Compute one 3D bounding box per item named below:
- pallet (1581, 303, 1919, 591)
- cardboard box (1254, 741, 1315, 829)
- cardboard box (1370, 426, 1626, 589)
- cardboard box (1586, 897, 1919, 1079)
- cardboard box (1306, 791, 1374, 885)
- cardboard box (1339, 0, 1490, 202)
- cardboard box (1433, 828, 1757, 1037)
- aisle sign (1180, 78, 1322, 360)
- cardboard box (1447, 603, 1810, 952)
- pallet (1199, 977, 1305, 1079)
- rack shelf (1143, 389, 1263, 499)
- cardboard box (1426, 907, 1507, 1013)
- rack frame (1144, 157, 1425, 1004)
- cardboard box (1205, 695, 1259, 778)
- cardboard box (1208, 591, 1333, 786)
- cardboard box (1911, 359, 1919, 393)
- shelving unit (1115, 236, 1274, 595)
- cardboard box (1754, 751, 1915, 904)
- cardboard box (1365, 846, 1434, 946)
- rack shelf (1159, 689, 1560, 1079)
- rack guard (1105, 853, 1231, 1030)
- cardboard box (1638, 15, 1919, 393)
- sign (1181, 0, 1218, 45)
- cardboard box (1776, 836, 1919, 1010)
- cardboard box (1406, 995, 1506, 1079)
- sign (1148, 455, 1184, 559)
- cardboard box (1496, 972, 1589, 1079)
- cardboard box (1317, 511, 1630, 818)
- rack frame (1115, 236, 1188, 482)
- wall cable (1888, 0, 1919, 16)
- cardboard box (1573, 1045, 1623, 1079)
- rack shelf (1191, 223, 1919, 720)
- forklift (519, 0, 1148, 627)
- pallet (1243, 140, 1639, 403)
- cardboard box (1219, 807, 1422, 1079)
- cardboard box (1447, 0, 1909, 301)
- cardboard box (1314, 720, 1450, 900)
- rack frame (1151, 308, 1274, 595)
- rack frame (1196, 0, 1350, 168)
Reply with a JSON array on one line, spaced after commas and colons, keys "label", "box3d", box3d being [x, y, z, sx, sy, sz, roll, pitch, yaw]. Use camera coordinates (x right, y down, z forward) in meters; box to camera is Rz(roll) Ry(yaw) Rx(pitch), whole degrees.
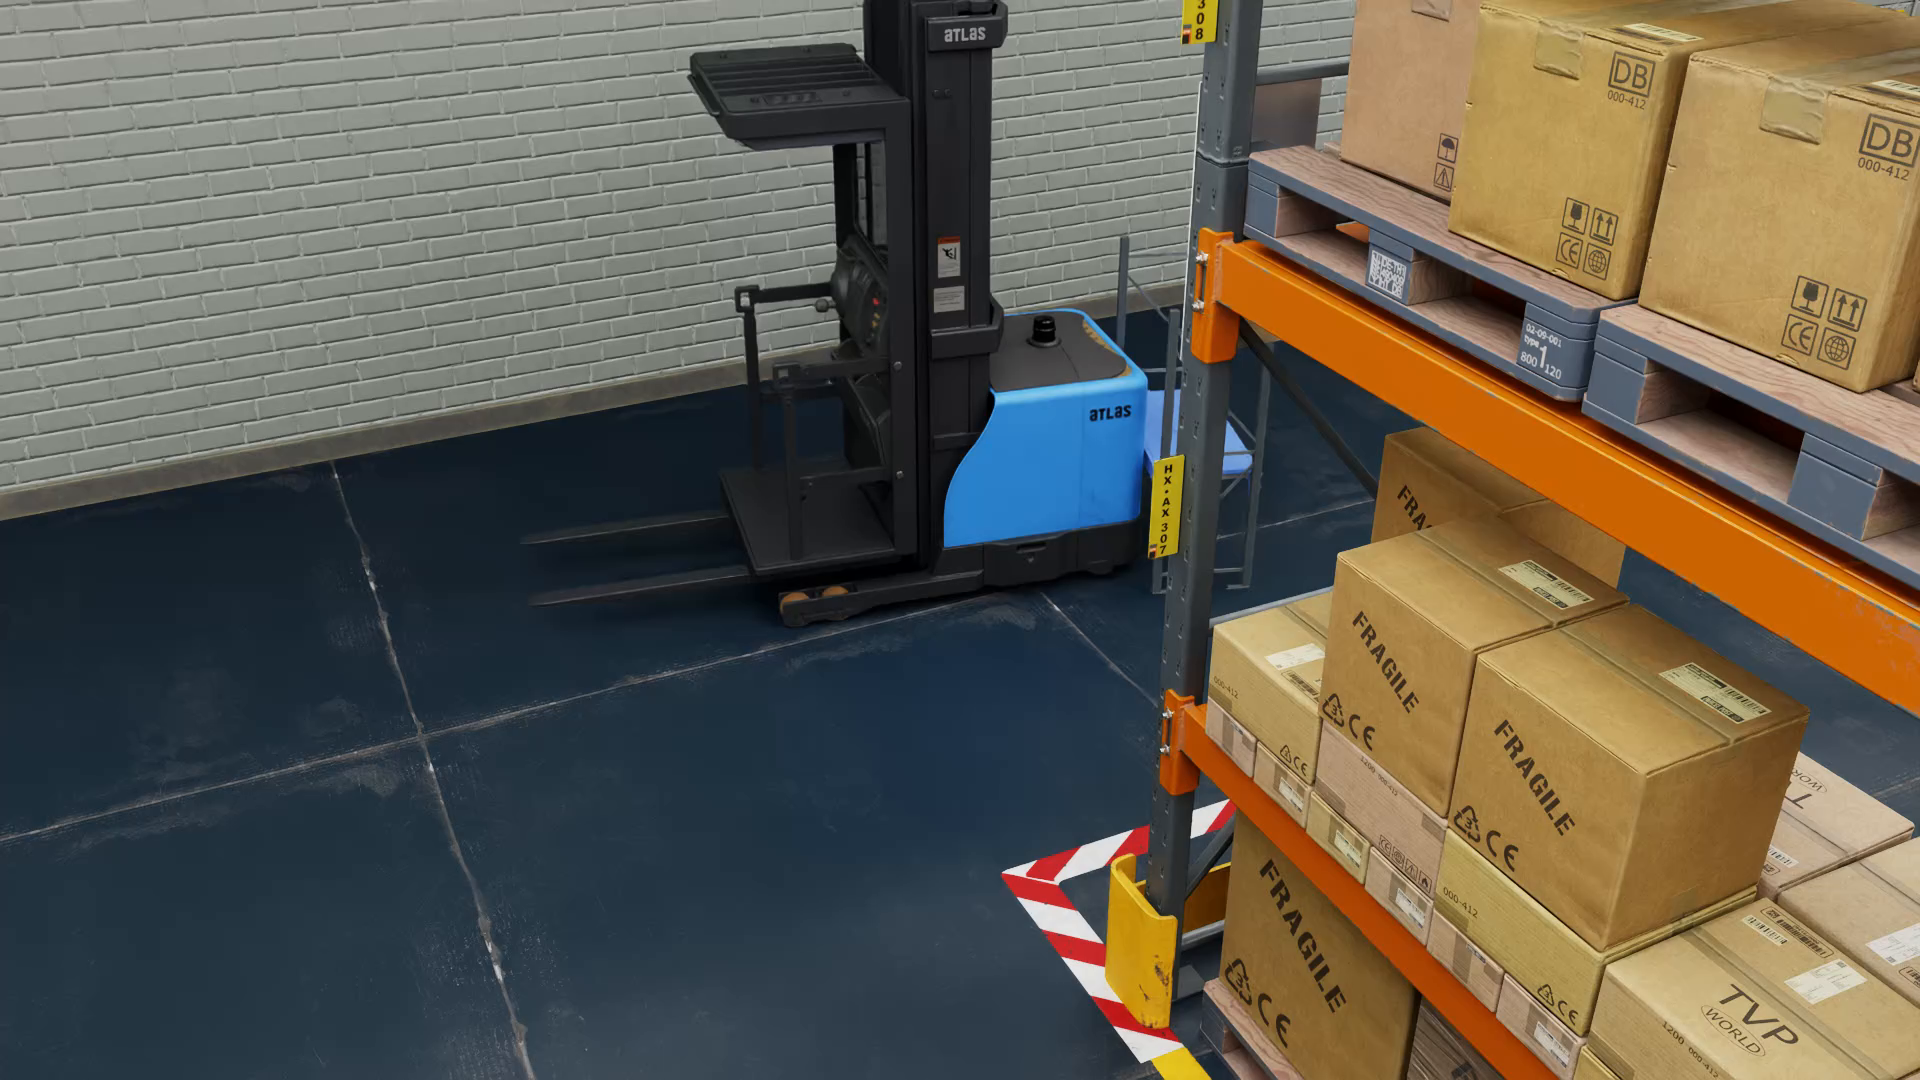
[{"label": "pallet", "box3d": [1.965, -0.201, 3.065, 1.003, 0.211, 1.213, -13, 32, -22]}, {"label": "cardboard box", "box3d": [1.075, 0.652, 4.777, 0.380, 0.149, 0.250, -14, 32, -23]}, {"label": "cardboard box", "box3d": [1.556, -0.028, 4.815, 0.500, 0.500, 0.500, -13, 32, -21]}, {"label": "cardboard box", "box3d": [1.742, 1.088, 3.591, 0.500, 0.250, 0.500, -14, 32, -23]}, {"label": "cardboard box", "box3d": [1.185, 0.765, 4.575, 0.380, 0.149, 0.250, -14, 32, -23]}, {"label": "cardboard box", "box3d": [1.381, -1.157, 4.045, 0.700, 0.500, 0.500, -15, 33, -25]}, {"label": "cardboard box", "box3d": [1.513, 0.859, 4.000, 0.500, 0.250, 0.500, -14, 32, -24]}, {"label": "aisle sign", "box3d": [0.807, -0.899, 4.628, 0.394, 0.787, 0.004, -13, 32, -22]}, {"label": "cardboard box", "box3d": [1.514, 0.529, 3.821, 0.500, 0.500, 0.500, -14, 32, -23]}, {"label": "pallet", "box3d": [1.523, 1.757, 5.401, 1.003, 0.211, 1.213, -13, 32, -22]}, {"label": "rack shelf", "box3d": [1.132, -0.494, 8.466, 0.538, 0.185, 1.000, -4, 30, -7]}, {"label": "cardboard box", "box3d": [1.406, 0.993, 4.169, 0.380, 0.149, 0.250, -14, 32, -23]}, {"label": "rack frame", "box3d": [1.109, 0.204, 5.320, 1.000, 3.000, 0.127, -13, 32, -22]}, {"label": "cardboard box", "box3d": [0.963, 0.539, 4.978, 0.380, 0.149, 0.250, -13, 32, -21]}, {"label": "cardboard box", "box3d": [1.071, 0.408, 4.805, 0.500, 0.250, 0.500, -14, 32, -23]}, {"label": "cardboard box", "box3d": [2.113, -0.440, 2.768, 0.700, 0.500, 0.500, -12, 31, -20]}, {"label": "shelving unit", "box3d": [1.132, -0.651, 8.378, 0.538, 1.500, 1.048, -4, 30, -7]}, {"label": "cardboard box", "box3d": [1.993, 0.747, 4.201, 0.500, 0.250, 0.500, -14, 32, -24]}, {"label": "cardboard box", "box3d": [1.298, 0.880, 4.370, 0.380, 0.149, 0.250, -14, 32, -23]}, {"label": "rack shelf", "box3d": [1.968, 1.401, 3.920, 1.077, 0.370, 4.000, -13, 32, -22]}, {"label": "rack guard", "box3d": [1.099, 1.283, 5.950, 1.175, 0.500, 0.348, -13, 32, -22]}, {"label": "cardboard box", "box3d": [1.779, -0.664, 3.167, 0.700, 0.500, 0.500, -15, 33, -25]}, {"label": "sign", "box3d": [0.605, -1.407, 4.150, 0.100, 0.325, 0.005, -13, 32, -22]}, {"label": "cardboard box", "box3d": [2.220, 0.976, 3.792, 0.500, 0.250, 0.500, -13, 32, -22]}, {"label": "cardboard box", "box3d": [1.847, 1.615, 4.546, 0.875, 0.875, 0.875, -13, 32, -22]}, {"label": "sign", "box3d": [0.605, -0.095, 4.886, 0.100, 0.325, 0.005, -13, 32, -22]}, {"label": "cardboard box", "box3d": [1.518, 1.107, 3.966, 0.380, 0.149, 0.250, -13, 32, -23]}, {"label": "cardboard box", "box3d": [1.286, 0.302, 4.227, 0.500, 0.500, 0.500, -14, 32, -23]}, {"label": "rack frame", "box3d": [1.063, -0.897, 8.817, 0.500, 1.500, 0.032, -4, 30, -7]}, {"label": "wall cable", "box3d": [7.618, -4.820, 13.208, 0.585, 1.953, 0.123, -13, 32, -22]}, {"label": "cardboard box", "box3d": [1.625, 1.219, 3.767, 0.380, 0.149, 0.250, -14, 32, -23]}, {"label": "rack shelf", "box3d": [1.968, 0.093, 3.187, 1.077, 0.370, 4.000, -13, 32, -22]}, {"label": "forklift", "box3d": [-0.656, -1.146, 7.797, 3.031, 2.935, 1.130, -8, 30, -14]}, {"label": "pallet", "box3d": [1.437, -0.740, 4.027, 1.003, 0.211, 1.213, -13, 32, -22]}, {"label": "cardboard box", "box3d": [1.456, 1.213, 5.263, 0.875, 0.875, 0.875, -13, 32, -22]}, {"label": "cardboard box", "box3d": [1.513, -0.883, 3.557, 0.700, 0.500, 0.500, -14, 32, -24]}, {"label": "cardboard box", "box3d": [1.300, 0.636, 4.398, 0.500, 0.250, 0.500, -13, 32, -23]}, {"label": "rack frame", "box3d": [1.201, -0.405, 7.938, 0.500, 1.500, 0.032, -4, 30, -7]}, {"label": "rack frame", "box3d": [1.109, -2.413, 3.853, 1.000, 3.000, 0.127, -13, 32, -22]}]
